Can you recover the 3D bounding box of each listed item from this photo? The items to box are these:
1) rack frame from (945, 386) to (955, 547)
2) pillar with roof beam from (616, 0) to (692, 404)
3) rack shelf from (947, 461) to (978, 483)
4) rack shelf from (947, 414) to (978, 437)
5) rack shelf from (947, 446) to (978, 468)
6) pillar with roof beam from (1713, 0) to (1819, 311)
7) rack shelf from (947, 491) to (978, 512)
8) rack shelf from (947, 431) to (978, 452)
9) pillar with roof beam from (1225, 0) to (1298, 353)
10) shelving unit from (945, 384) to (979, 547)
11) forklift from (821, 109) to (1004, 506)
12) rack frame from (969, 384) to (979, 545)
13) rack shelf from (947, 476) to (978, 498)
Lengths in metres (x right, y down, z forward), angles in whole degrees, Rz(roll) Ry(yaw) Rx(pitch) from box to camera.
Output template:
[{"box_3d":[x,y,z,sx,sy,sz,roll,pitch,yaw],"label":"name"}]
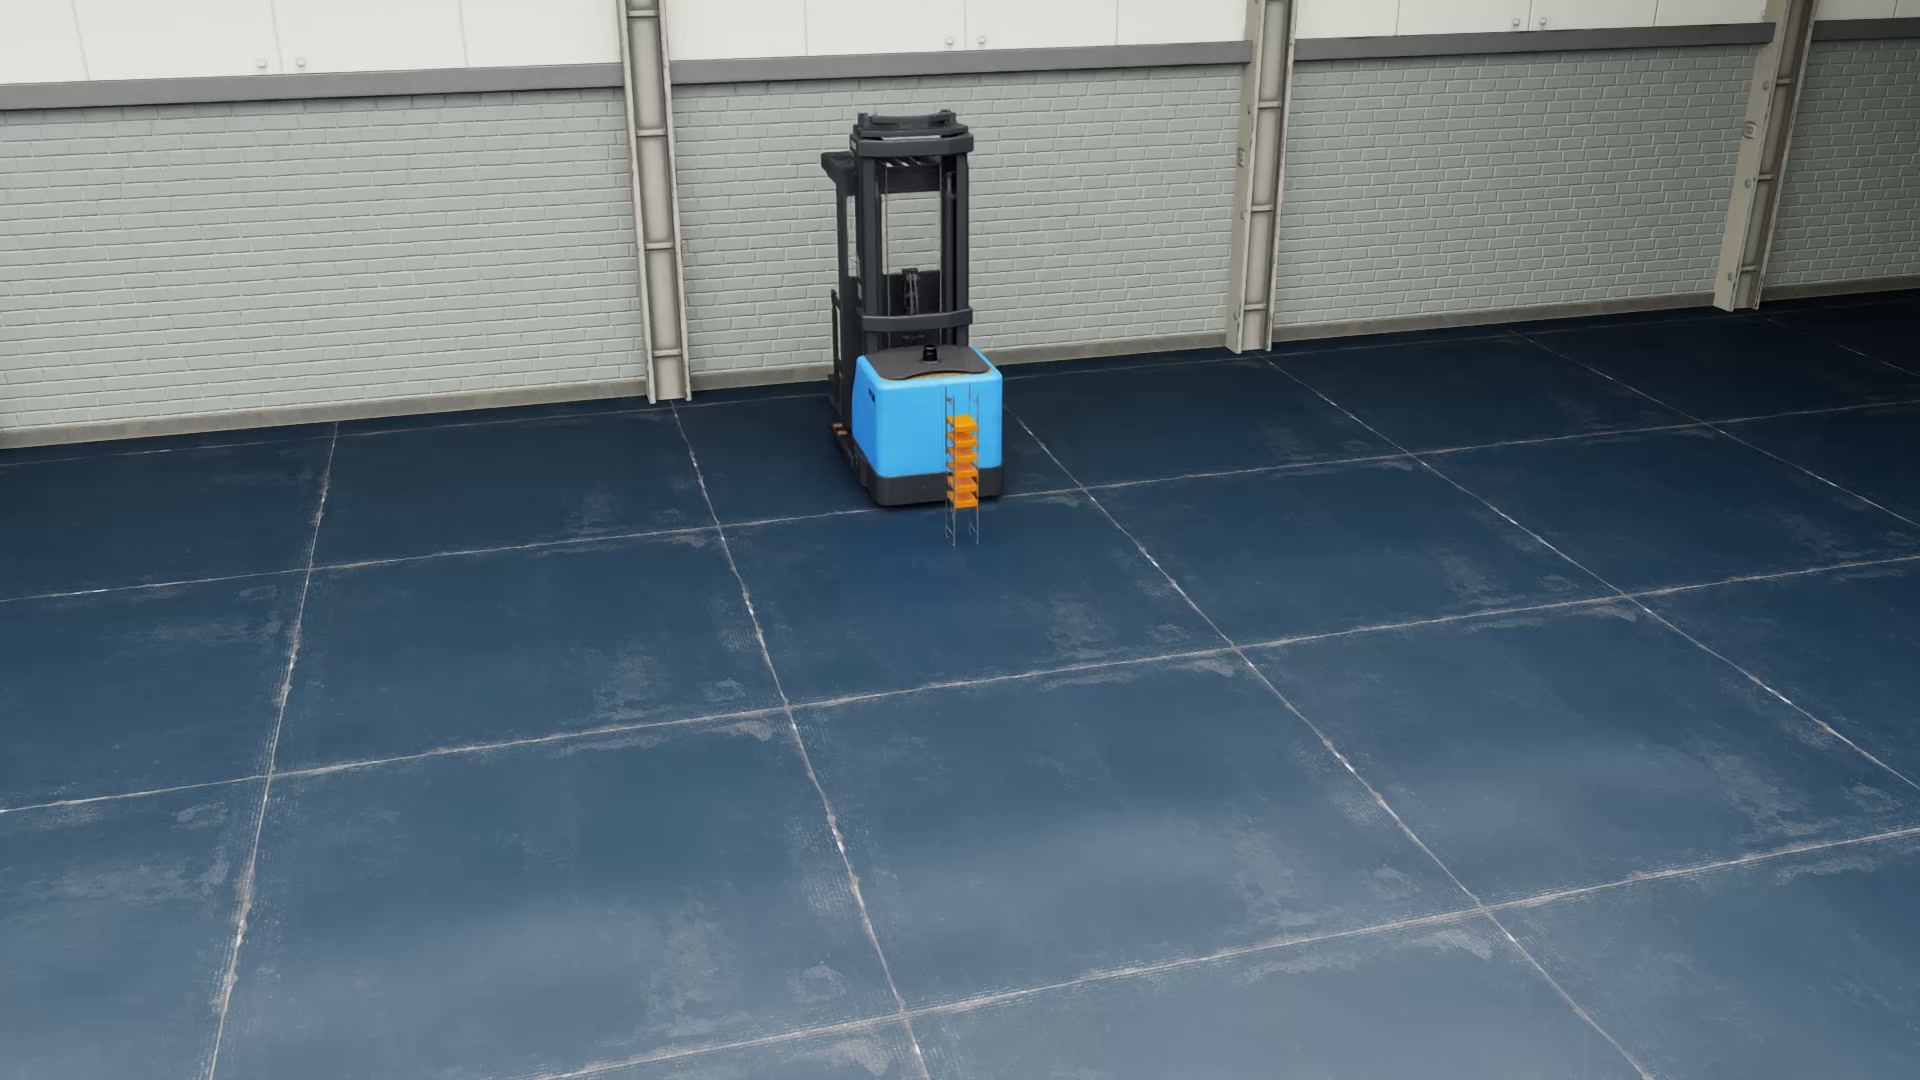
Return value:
[{"box_3d":[-0.074,-0.543,12.424,0.006,1.200,0.240,-6,24,-14],"label":"rack frame"},{"box_3d":[-1.611,-3.866,10.279,0.400,9.000,9.100,-6,24,-14],"label":"pillar with roof beam"},{"box_3d":[0.014,-0.512,12.465,0.180,0.103,0.258,-6,24,-14],"label":"rack shelf"},{"box_3d":[0.014,-0.843,12.323,0.180,0.103,0.258,-6,24,-14],"label":"rack shelf"},{"box_3d":[0.014,-0.622,12.417,0.180,0.103,0.258,-6,24,-14],"label":"rack shelf"},{"box_3d":[9.943,-5.145,13.258,0.400,9.000,9.100,-6,24,-14],"label":"pillar with roof beam"},{"box_3d":[0.014,-0.292,12.559,0.180,0.103,0.258,-6,24,-14],"label":"rack shelf"},{"box_3d":[0.014,-0.733,12.370,0.180,0.103,0.258,-6,24,-14],"label":"rack shelf"},{"box_3d":[4.166,-4.506,11.768,0.400,9.000,9.100,-6,24,-14],"label":"pillar with roof beam"},{"box_3d":[0.014,-0.553,12.447,0.189,1.200,0.258,-6,24,-14],"label":"shelving unit"},{"box_3d":[-0.528,-2.171,14.023,1.130,2.935,3.031,-6,24,-14],"label":"forklift"},{"box_3d":[0.102,-0.563,12.470,0.006,1.200,0.240,-6,24,-14],"label":"rack frame"},{"box_3d":[0.014,-0.402,12.512,0.180,0.103,0.258,-6,24,-14],"label":"rack shelf"}]
